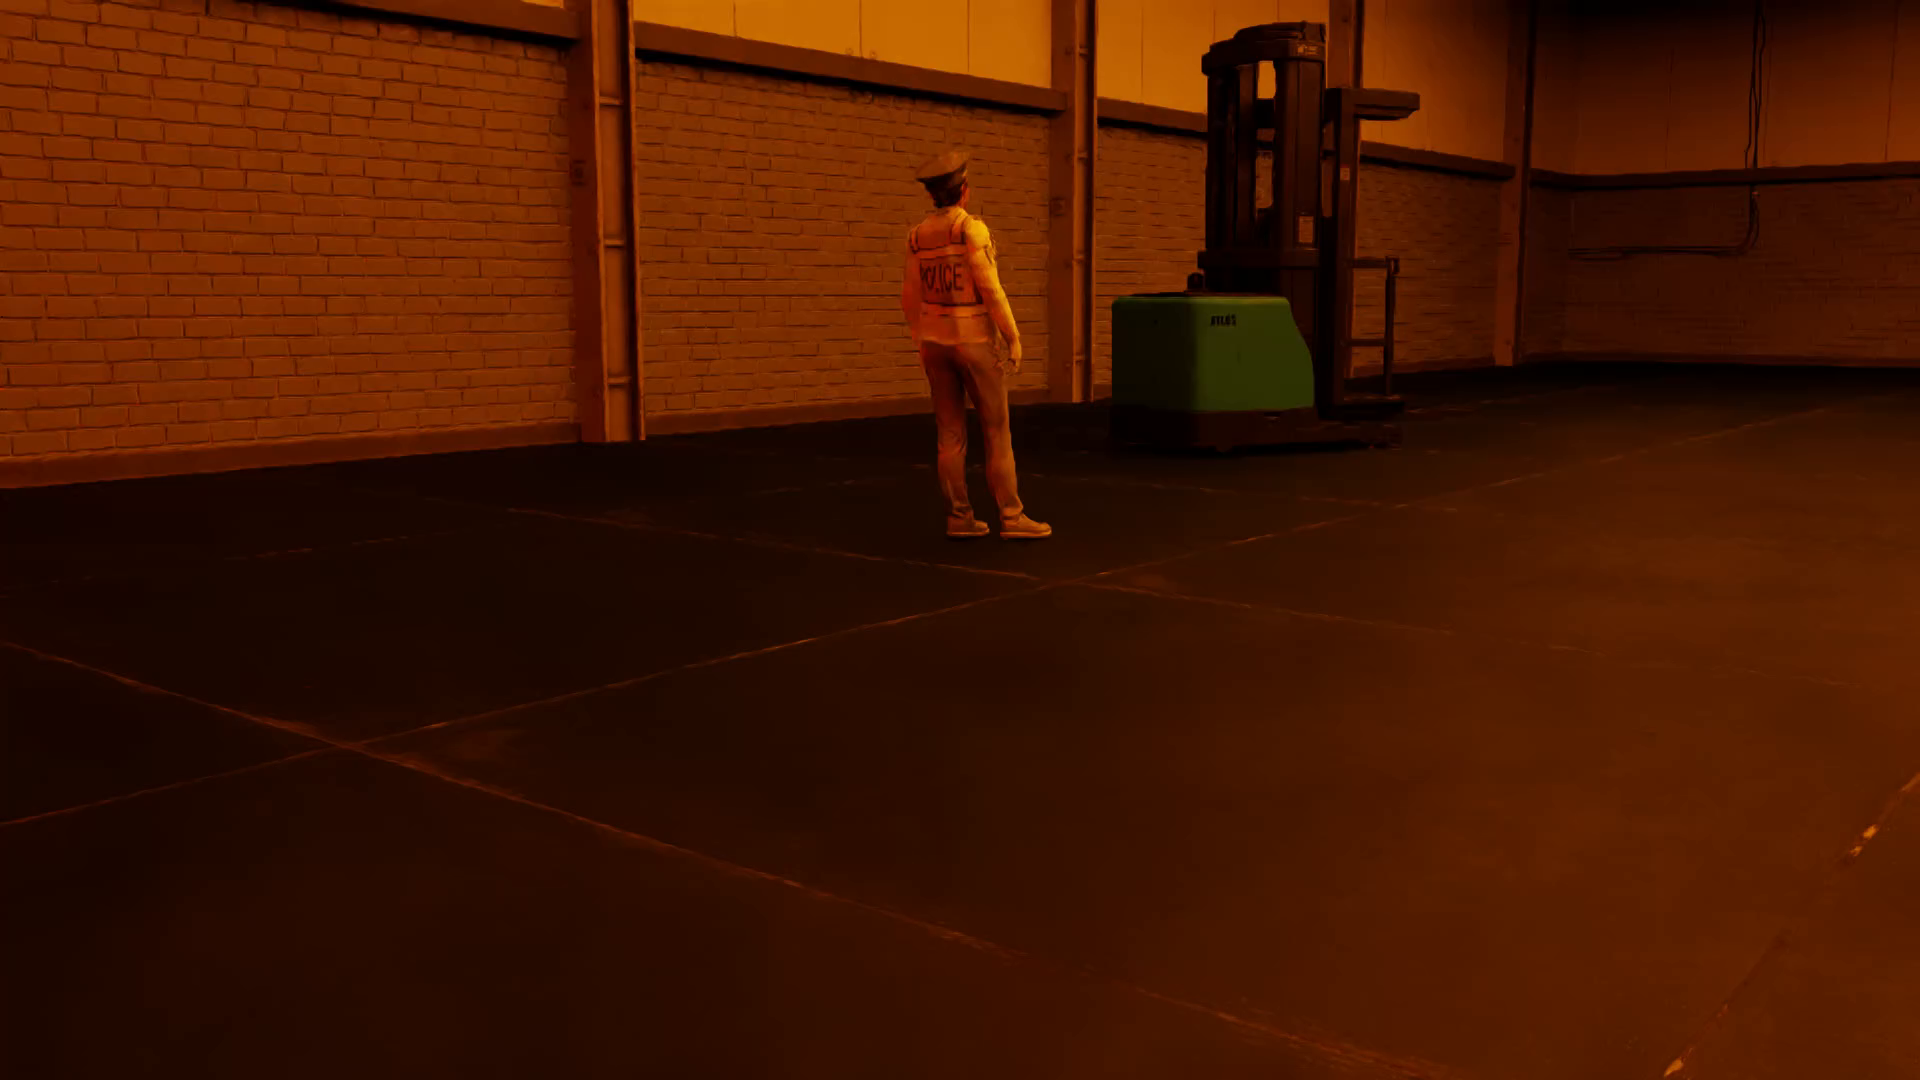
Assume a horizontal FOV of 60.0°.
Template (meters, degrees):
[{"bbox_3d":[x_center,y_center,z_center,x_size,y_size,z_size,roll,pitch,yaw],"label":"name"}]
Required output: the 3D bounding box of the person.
[{"bbox_3d":[0.048,-0.853,7.329,0.586,1.695,0.532,7,11,38],"label":"person"}]

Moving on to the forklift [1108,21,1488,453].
[{"bbox_3d":[2.595,-2.170,12.112,3.031,2.935,1.130,-5,10,-31],"label":"forklift"}]
